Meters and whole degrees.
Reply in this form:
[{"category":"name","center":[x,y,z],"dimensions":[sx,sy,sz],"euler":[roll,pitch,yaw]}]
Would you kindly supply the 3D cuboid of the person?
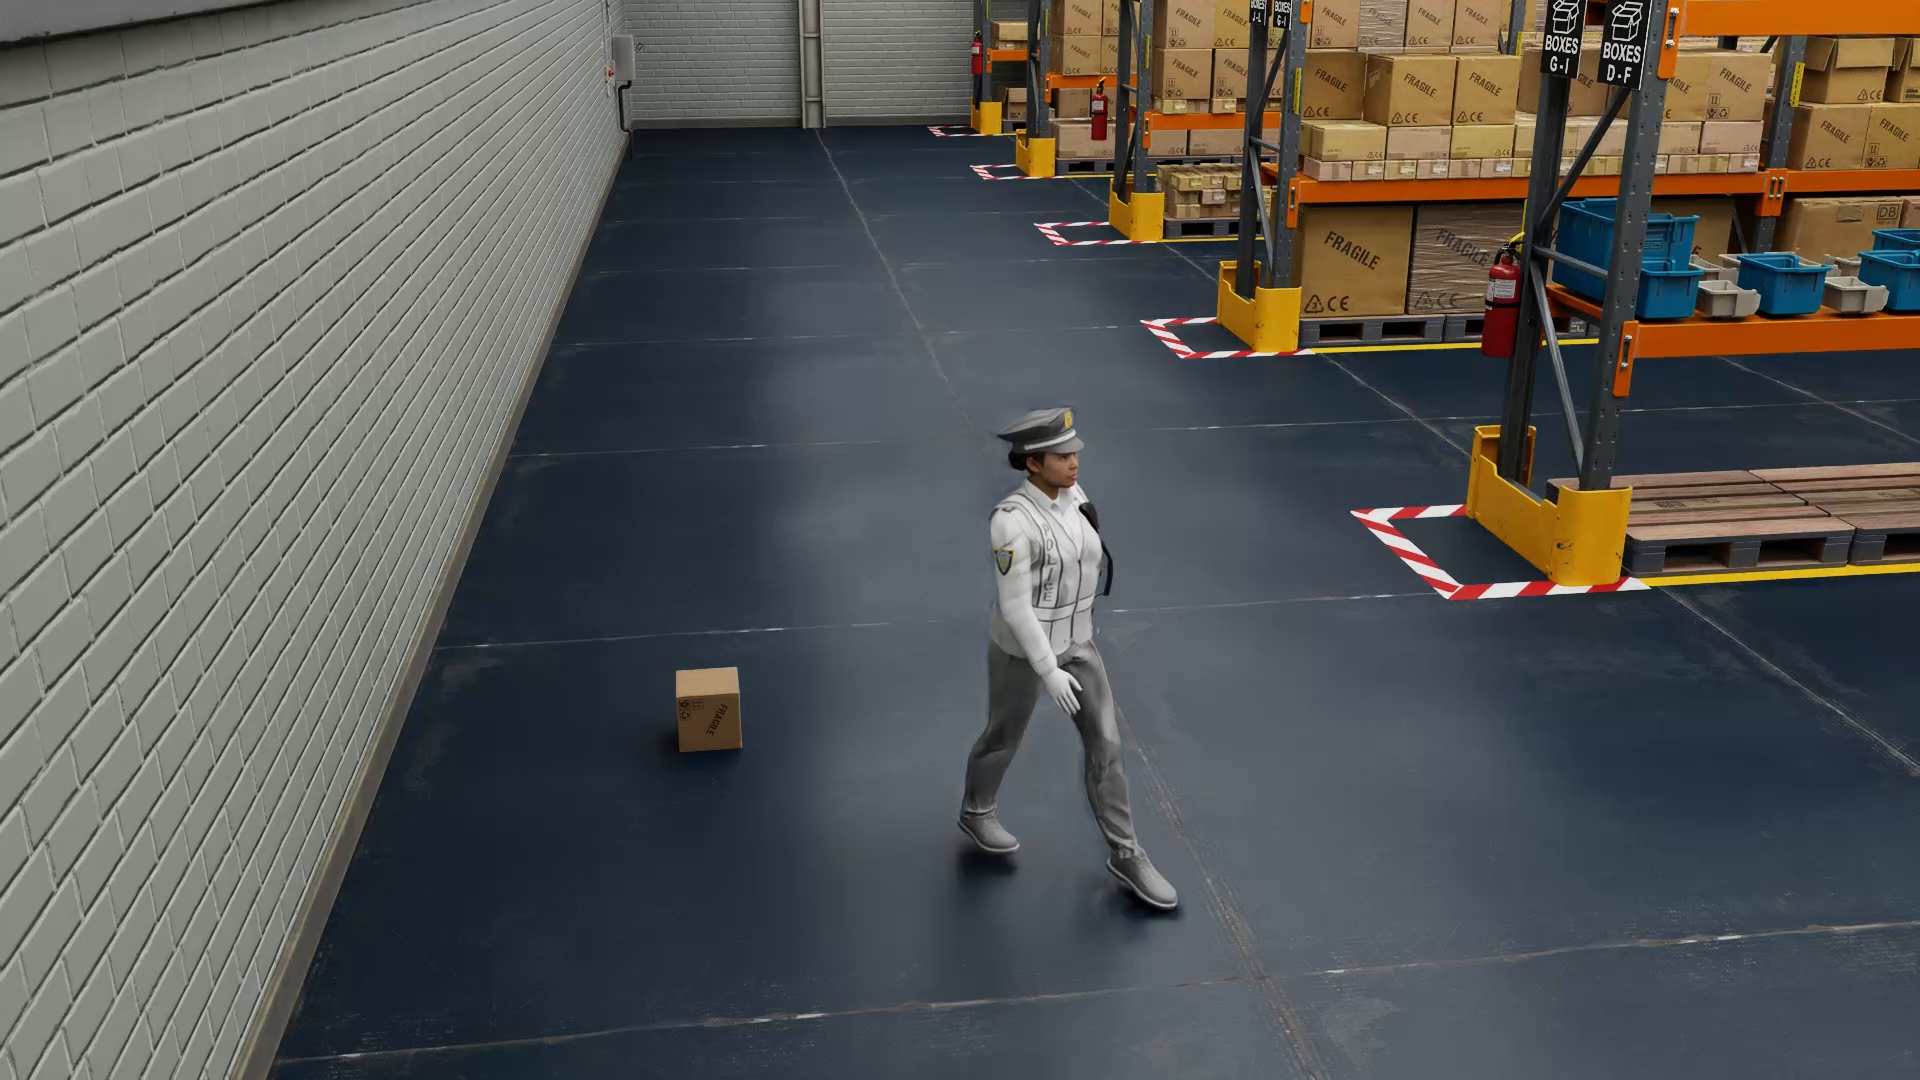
[{"category":"person","center":[0.332,0.377,5.495],"dimensions":[0.862,1.679,0.501],"euler":[18,27,40]}]
